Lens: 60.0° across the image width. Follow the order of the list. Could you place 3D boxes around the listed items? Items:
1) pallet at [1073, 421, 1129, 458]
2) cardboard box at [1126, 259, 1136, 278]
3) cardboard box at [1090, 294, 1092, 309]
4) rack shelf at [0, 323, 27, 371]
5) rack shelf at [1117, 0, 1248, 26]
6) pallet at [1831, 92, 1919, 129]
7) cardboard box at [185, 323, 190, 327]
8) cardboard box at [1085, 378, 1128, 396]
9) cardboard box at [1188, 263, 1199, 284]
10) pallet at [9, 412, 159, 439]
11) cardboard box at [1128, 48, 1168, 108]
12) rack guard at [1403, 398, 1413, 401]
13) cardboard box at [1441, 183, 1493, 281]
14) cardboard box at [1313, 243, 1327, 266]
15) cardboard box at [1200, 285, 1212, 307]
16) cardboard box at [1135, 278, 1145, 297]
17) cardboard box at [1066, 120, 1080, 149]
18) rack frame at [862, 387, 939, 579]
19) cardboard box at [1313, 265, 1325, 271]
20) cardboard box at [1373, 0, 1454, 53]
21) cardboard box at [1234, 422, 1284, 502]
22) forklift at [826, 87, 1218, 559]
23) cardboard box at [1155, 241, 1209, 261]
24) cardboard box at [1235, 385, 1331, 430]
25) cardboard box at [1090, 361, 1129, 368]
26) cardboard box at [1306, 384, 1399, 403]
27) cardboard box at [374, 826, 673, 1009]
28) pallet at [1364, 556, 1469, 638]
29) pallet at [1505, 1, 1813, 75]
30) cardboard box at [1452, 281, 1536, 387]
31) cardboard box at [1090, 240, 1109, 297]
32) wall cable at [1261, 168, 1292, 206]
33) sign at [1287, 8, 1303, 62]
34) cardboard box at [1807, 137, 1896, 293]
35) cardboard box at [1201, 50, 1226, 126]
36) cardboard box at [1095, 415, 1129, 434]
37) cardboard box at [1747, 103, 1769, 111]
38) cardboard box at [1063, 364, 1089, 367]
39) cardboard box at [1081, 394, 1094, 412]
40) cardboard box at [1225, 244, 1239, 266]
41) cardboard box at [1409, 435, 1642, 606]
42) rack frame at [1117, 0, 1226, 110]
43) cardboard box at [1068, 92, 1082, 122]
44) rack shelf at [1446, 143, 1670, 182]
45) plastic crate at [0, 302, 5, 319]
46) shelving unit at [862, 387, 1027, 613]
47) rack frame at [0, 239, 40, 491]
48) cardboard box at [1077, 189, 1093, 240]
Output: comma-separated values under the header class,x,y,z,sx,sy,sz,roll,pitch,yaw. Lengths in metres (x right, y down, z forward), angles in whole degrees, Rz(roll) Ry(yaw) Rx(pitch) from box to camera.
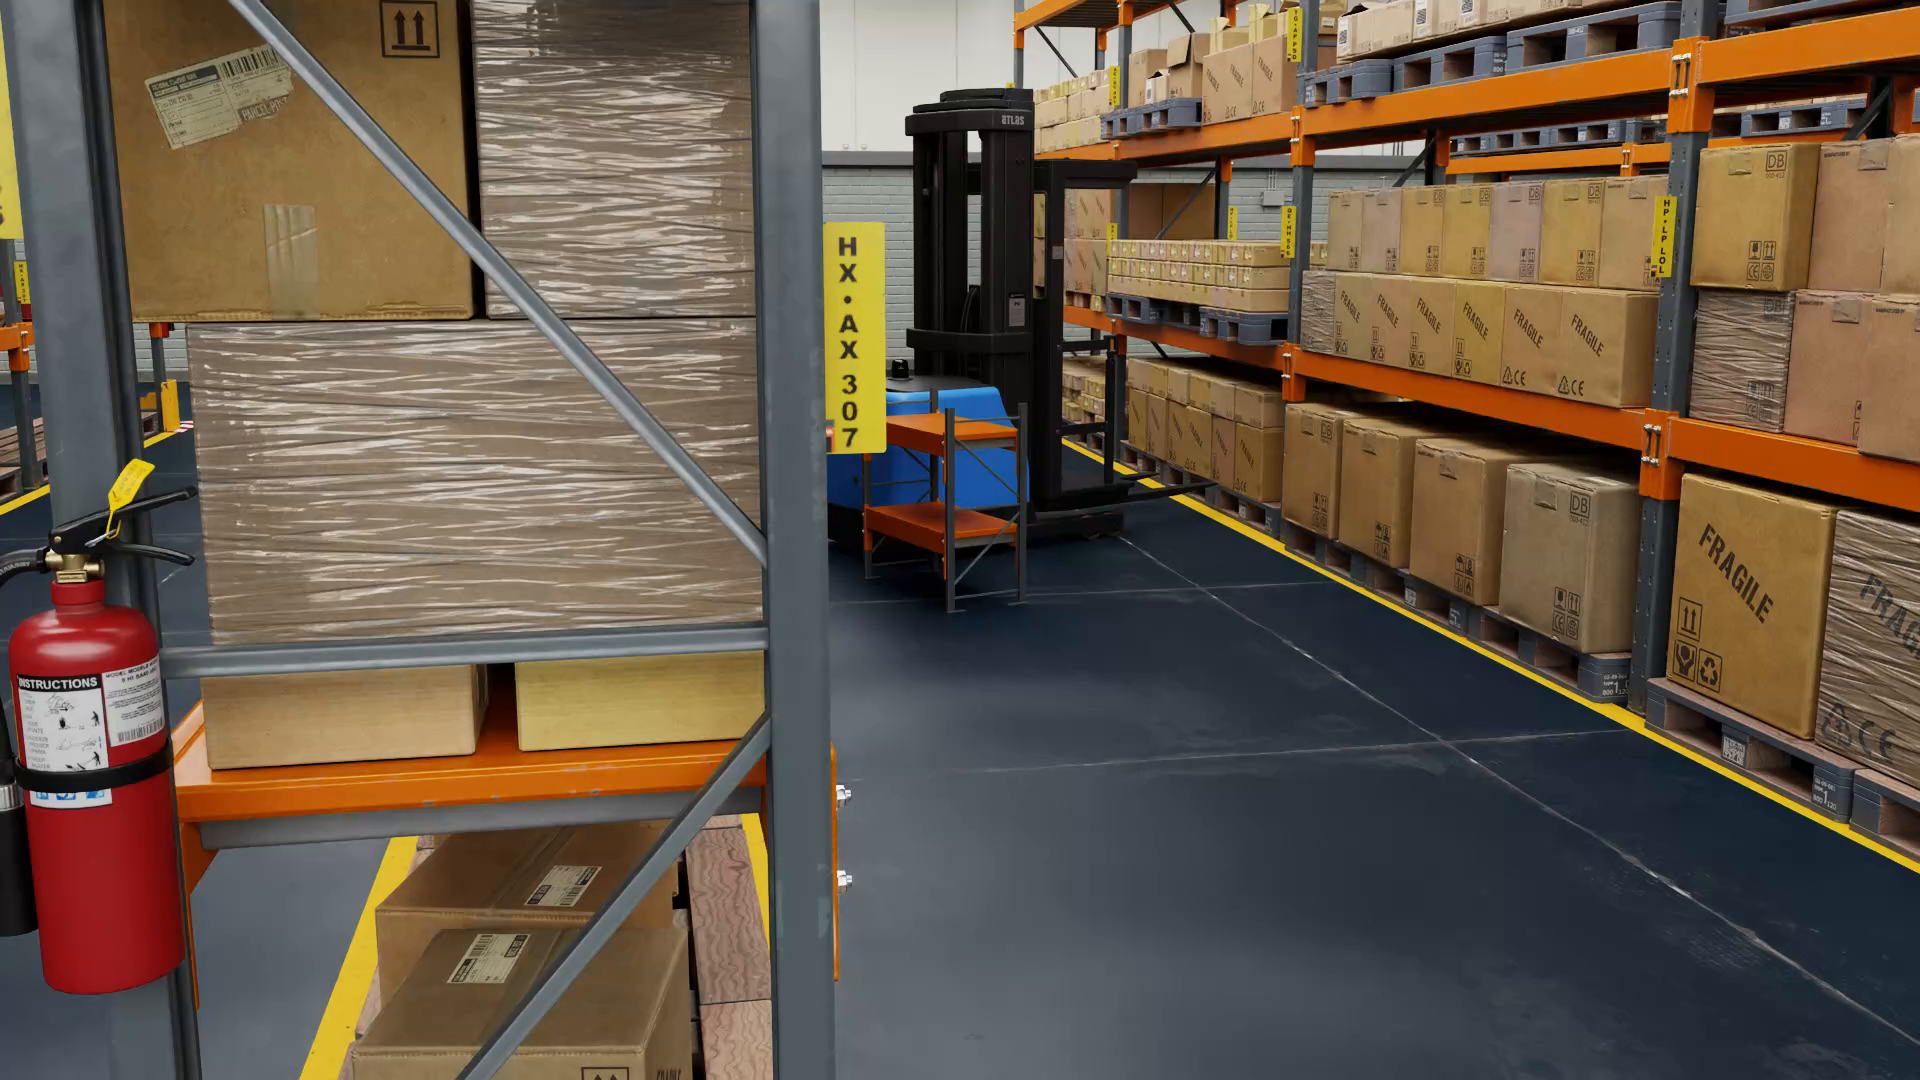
class,x,y,z,sx,sy,sz,roll,pitch,yaw
pallet,1.698,-0.954,15.645,1.003,0.211,1.213,-2,11,-11
cardboard box,1.592,-2.247,13.735,0.380,0.149,0.250,-2,11,-10
cardboard box,1.428,-2.217,15.494,0.380,0.149,0.250,-2,11,-9
rack shelf,-7.491,-1.140,11.087,1.077,0.370,4.000,-2,11,-11
rack shelf,2.252,-4.233,12.360,1.077,0.370,4.000,-2,11,-11
pallet,7.300,-3.164,12.280,1.213,0.211,1.003,-2,11,-8
cardboard box,-0.983,-0.224,3.287,0.875,0.500,0.500,-2,11,-11
cardboard box,1.395,-1.447,15.686,0.380,0.149,0.250,-2,11,-12
cardboard box,1.897,-1.960,12.226,0.380,0.149,0.250,-2,11,-11
pallet,-8.536,-1.071,16.260,1.003,0.211,1.213,-2,11,-11
cardboard box,1.829,-3.858,14.029,0.700,0.500,0.500,-2,11,-11
rack guard,5.917,-1.911,19.898,1.175,0.500,0.348,-2,11,-11
cardboard box,3.020,-1.646,8.879,0.700,0.500,0.500,-2,11,-12
cardboard box,2.687,-1.985,11.559,0.380,0.149,0.250,-2,11,-13
cardboard box,1.953,-1.764,11.989,0.380,0.149,0.250,-2,11,-12
cardboard box,1.641,-2.053,13.511,0.380,0.149,0.250,-2,11,-10
cardboard box,1.318,-3.867,15.871,0.500,0.250,0.500,-2,11,-12
rack frame,-0.355,-0.342,9.984,0.500,1.125,0.032,-6,12,-29
cardboard box,2.689,-1.843,11.611,0.380,0.149,0.250,-2,11,-8
cardboard box,2.664,-2.891,9.352,0.500,0.250,0.500,-2,11,-9
cardboard box,2.257,-0.558,11.668,0.500,0.500,0.500,-2,11,-11
forklift,0.496,-1.512,11.301,3.031,2.935,1.130,-8,14,-37
cardboard box,1.741,-2.251,12.959,0.380,0.149,0.250,-2,11,-9
cardboard box,2.251,-0.931,11.623,0.500,0.250,0.500,-2,11,-12
cardboard box,1.593,-1.805,17.568,0.380,0.149,0.250,-3,11,-13
cardboard box,2.745,-0.950,11.725,0.500,0.250,0.500,-3,11,-14
cardboard box,-0.943,0.959,3.699,0.500,0.500,0.500,1,11,4
pallet,2.955,0.272,9.203,1.003,0.211,1.213,-2,11,-11
pallet,3.193,-2.281,7.646,0.805,0.209,1.217,-3,11,-13
cardboard box,2.859,-1.055,8.451,0.500,0.500,0.500,-2,11,-10
cardboard box,1.492,-2.476,15.119,0.500,0.500,0.500,-2,11,-11
wall cable,4.802,-4.682,24.973,0.585,1.953,0.123,-2,11,-11
sign,2.109,-3.177,10.459,0.100,0.325,0.005,-2,11,-11
cardboard box,3.678,-1.173,6.050,0.875,0.550,0.550,-2,11,-11
cardboard box,2.078,-3.270,12.063,0.500,0.500,0.500,-2,11,-11
cardboard box,1.453,-1.067,15.284,0.380,0.149,0.250,-2,11,-10
cardboard box,6.711,-3.667,13.652,0.396,0.266,0.258,-1,11,-6
cardboard box,1.123,-1.735,17.198,0.380,0.149,0.250,-2,11,-9
cardboard box,1.356,-1.298,15.699,0.380,0.149,0.250,-3,11,-13
cardboard box,2.050,-1.963,11.445,0.380,0.149,0.250,-2,11,-12
cardboard box,3.026,-0.124,8.717,1.050,0.750,0.750,-2,11,-11
rack frame,1.863,-5.149,14.183,1.000,3.000,0.127,-2,11,-11
cardboard box,1.328,-4.114,15.832,0.500,0.250,0.500,-2,11,-9
rack shelf,6.310,-3.888,17.501,1.077,0.370,4.000,-2,11,-11
plastic crate,-7.830,-1.851,13.442,0.396,0.136,0.243,-2,11,-11
shelving unit,-0.105,-0.259,9.549,0.538,1.125,1.048,-6,12,-29
rack frame,-7.880,-1.860,12.947,1.000,3.000,0.127,-2,11,-11
cardboard box,1.401,-3.060,15.512,0.500,0.500,0.500,-2,11,-13
